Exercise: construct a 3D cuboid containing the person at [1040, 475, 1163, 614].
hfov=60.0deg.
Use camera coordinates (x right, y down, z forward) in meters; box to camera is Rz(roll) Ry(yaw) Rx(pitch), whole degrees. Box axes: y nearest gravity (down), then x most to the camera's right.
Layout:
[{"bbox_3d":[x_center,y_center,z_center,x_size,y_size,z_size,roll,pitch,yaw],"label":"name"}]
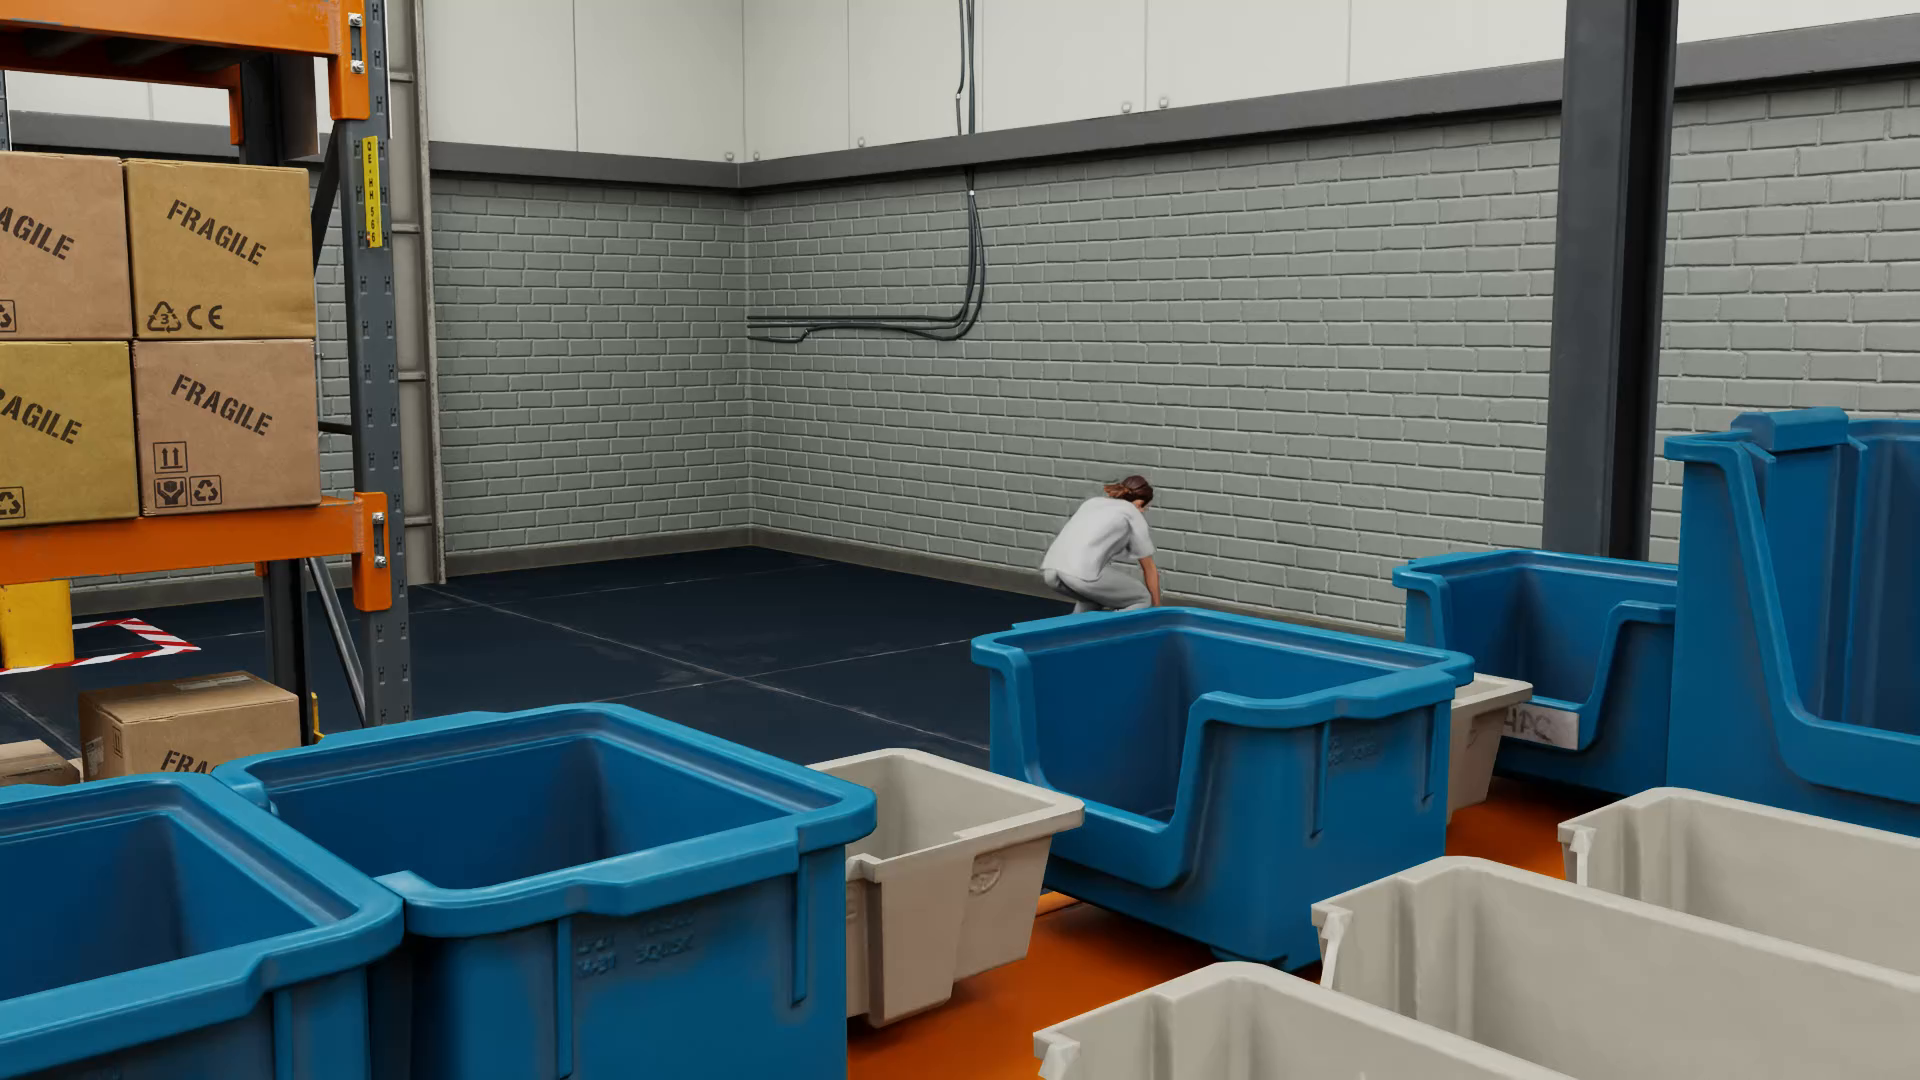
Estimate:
[{"bbox_3d":[0.762,0.183,8.916,0.777,1.023,0.490,-7,10,-41],"label":"person"}]
